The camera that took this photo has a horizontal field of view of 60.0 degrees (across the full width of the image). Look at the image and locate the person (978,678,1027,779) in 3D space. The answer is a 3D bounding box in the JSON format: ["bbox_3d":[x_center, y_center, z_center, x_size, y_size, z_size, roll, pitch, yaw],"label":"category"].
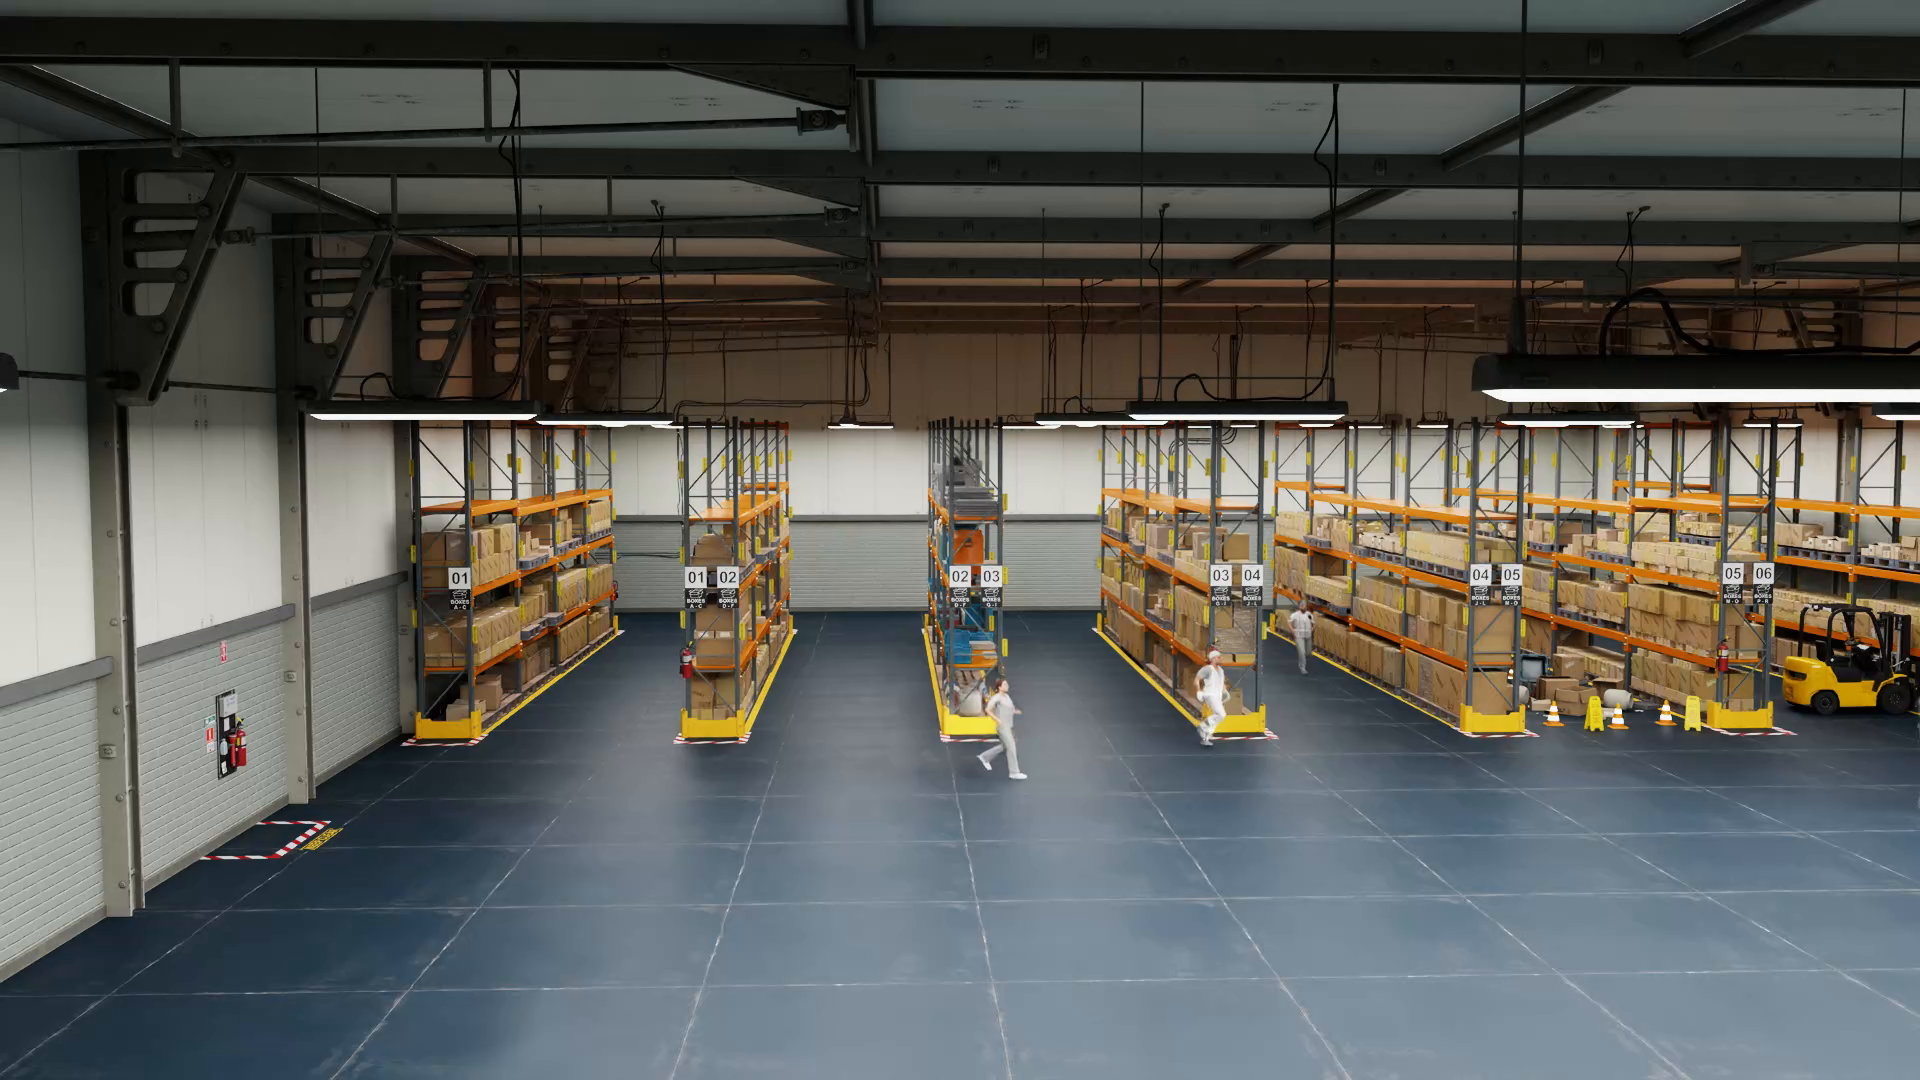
[{"bbox_3d":[0.692,3.094,27.452,0.918,1.645,0.575,2,4,26],"label":"person"}]

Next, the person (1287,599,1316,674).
[{"bbox_3d":[8.114,2.275,39.426,0.675,1.747,0.830,-1,4,-8],"label":"person"}]

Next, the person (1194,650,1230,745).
[{"bbox_3d":[4.672,2.883,30.363,0.553,1.711,0.714,4,5,44],"label":"person"}]
